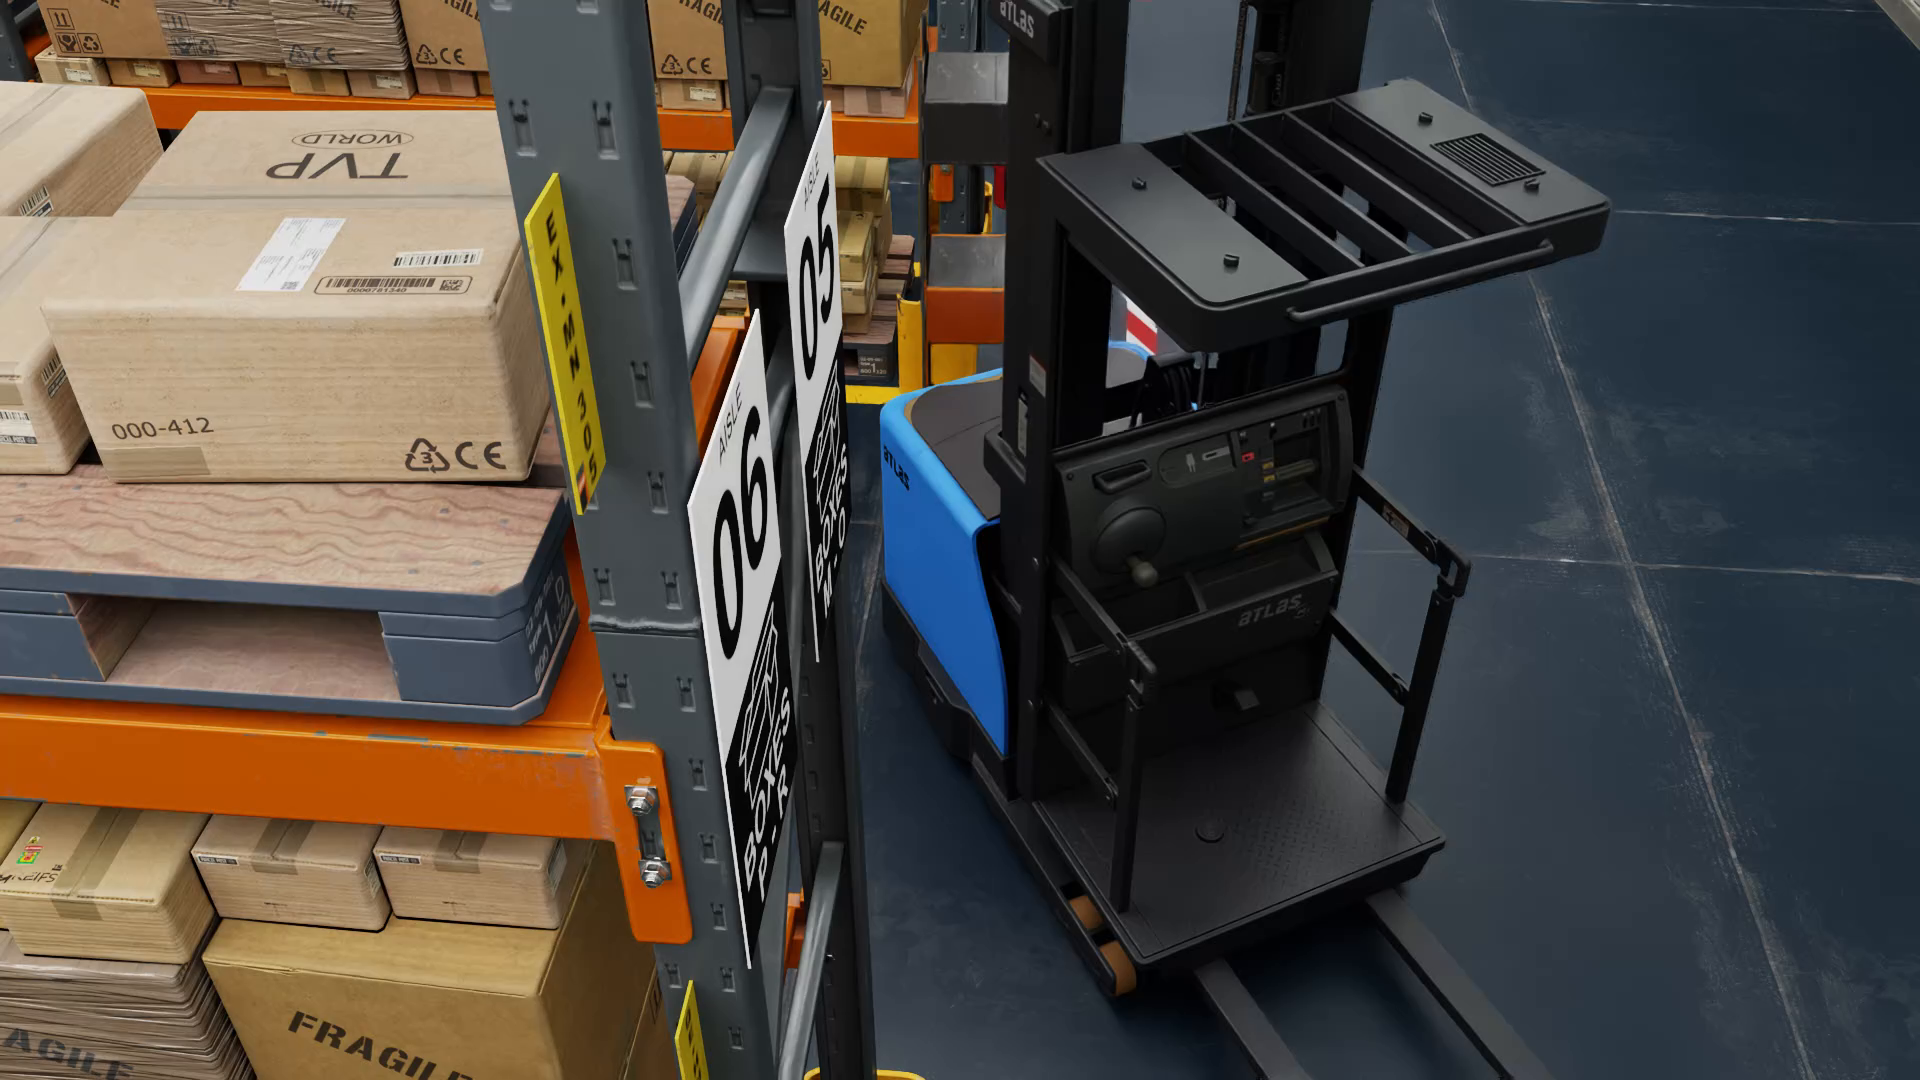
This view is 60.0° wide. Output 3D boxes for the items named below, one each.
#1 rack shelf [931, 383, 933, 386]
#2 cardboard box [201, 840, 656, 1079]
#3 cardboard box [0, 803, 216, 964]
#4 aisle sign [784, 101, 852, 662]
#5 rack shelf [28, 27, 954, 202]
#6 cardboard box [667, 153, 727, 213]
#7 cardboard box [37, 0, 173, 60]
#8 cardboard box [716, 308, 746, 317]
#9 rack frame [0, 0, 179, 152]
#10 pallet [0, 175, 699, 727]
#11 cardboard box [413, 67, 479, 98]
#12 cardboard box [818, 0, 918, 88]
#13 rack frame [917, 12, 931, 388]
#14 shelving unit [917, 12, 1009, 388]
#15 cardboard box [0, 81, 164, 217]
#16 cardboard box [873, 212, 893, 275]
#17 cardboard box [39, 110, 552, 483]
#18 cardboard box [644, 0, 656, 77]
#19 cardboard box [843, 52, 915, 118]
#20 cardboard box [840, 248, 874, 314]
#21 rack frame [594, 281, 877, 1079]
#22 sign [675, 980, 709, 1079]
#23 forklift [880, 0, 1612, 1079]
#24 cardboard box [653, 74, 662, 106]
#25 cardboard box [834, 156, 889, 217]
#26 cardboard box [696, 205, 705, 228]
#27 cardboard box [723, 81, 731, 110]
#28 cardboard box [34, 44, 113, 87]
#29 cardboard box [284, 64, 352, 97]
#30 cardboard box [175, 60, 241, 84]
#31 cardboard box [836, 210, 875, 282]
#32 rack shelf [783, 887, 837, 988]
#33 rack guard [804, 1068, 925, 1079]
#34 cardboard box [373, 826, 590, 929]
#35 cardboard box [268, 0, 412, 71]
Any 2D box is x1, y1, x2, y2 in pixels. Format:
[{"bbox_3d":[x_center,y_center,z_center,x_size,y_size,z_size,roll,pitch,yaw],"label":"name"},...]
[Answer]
[{"bbox_3d":[0.119,-0.285,6.568,0.480,0.518,0.431,1,39,1],"label":"rack shelf"},{"bbox_3d":[-0.811,0.652,2.701,0.500,0.500,0.500,4,39,5],"label":"cardboard box"},{"bbox_3d":[-1.205,0.424,2.468,0.250,0.149,0.380,3,39,3],"label":"cardboard box"},{"bbox_3d":[-0.214,-0.231,2.599,0.004,0.787,0.394,3,39,4],"label":"aisle sign"},{"bbox_3d":[-1.977,-1.993,7.393,4.000,0.370,1.077,3,39,4],"label":"rack shelf"},{"bbox_3d":[-1.256,-1.689,7.903,0.250,0.149,0.380,1,39,2],"label":"cardboard box"},{"bbox_3d":[-3.497,-2.350,6.946,0.500,0.500,0.500,2,39,3],"label":"cardboard box"},{"bbox_3d":[-1.047,-1.137,7.696,0.250,0.149,0.380,3,39,4],"label":"cardboard box"},{"bbox_3d":[-3.969,-2.381,7.299,0.127,3.000,1.000,3,39,4],"label":"rack frame"},{"bbox_3d":[-1.050,-0.208,2.323,1.213,0.211,1.003,3,39,4],"label":"pallet"},{"bbox_3d":[-2.128,-2.036,7.074,0.250,0.149,0.380,5,39,6],"label":"cardboard box"},{"bbox_3d":[-0.454,-2.180,6.737,0.500,0.500,0.500,4,39,5],"label":"cardboard box"},{"bbox_3d":[-0.125,-0.842,6.121,0.015,2.100,0.400,1,39,1],"label":"rack frame"},{"bbox_3d":[0.119,-0.839,6.117,0.503,2.100,0.431,1,39,1],"label":"shelving unit"},{"bbox_3d":[-1.375,-0.516,2.419,0.250,0.149,0.380,4,39,5],"label":"cardboard box"},{"bbox_3d":[-0.478,-1.450,8.082,0.250,0.149,0.380,4,39,5],"label":"cardboard box"},{"bbox_3d":[-0.766,-0.319,2.097,0.500,0.250,0.500,0,39,0],"label":"cardboard box"},{"bbox_3d":[-1.472,-2.233,6.802,0.500,0.500,0.500,3,39,4],"label":"cardboard box"},{"bbox_3d":[-0.333,-1.906,6.914,0.250,0.149,0.380,3,39,4],"label":"cardboard box"},{"bbox_3d":[-0.534,-1.185,7.520,0.250,0.149,0.380,2,39,3],"label":"cardboard box"},{"bbox_3d":[-0.310,0.955,3.200,0.127,3.000,1.000,3,39,4],"label":"rack frame"},{"bbox_3d":[-0.371,0.755,2.342,0.005,0.325,0.100,3,39,4],"label":"sign"},{"bbox_3d":[0.797,-0.073,4.518,1.130,2.935,3.031,-17,42,-19],"label":"forklift"},{"bbox_3d":[-1.345,-1.979,7.005,0.250,0.149,0.380,2,39,2],"label":"cardboard box"},{"bbox_3d":[-0.477,-1.694,7.909,0.250,0.149,0.380,1,39,2],"label":"cardboard box"},{"bbox_3d":[-1.300,-1.359,7.498,0.250,0.149,0.380,2,39,2],"label":"cardboard box"},{"bbox_3d":[-0.829,-1.947,6.965,0.250,0.149,0.380,3,39,3],"label":"cardboard box"},{"bbox_3d":[-3.715,-2.063,7.107,0.250,0.149,0.380,4,39,5],"label":"cardboard box"},{"bbox_3d":[-2.665,-2.040,7.080,0.250,0.149,0.380,4,39,5],"label":"cardboard box"},{"bbox_3d":[-3.181,-2.114,7.170,0.250,0.149,0.380,2,39,2],"label":"cardboard box"},{"bbox_3d":[-0.533,-1.321,7.451,0.250,0.149,0.380,4,39,4],"label":"cardboard box"},{"bbox_3d":[-2.303,1.125,3.561,4.000,0.370,1.077,3,39,4],"label":"rack shelf"},{"bbox_3d":[-0.286,1.926,3.988,0.348,0.500,1.175,3,39,4],"label":"rack guard"},{"bbox_3d":[-0.685,0.384,2.518,0.250,0.149,0.380,4,39,4],"label":"cardboard box"},{"bbox_3d":[-2.505,-2.277,6.857,0.500,0.500,0.500,2,39,3],"label":"cardboard box"}]
